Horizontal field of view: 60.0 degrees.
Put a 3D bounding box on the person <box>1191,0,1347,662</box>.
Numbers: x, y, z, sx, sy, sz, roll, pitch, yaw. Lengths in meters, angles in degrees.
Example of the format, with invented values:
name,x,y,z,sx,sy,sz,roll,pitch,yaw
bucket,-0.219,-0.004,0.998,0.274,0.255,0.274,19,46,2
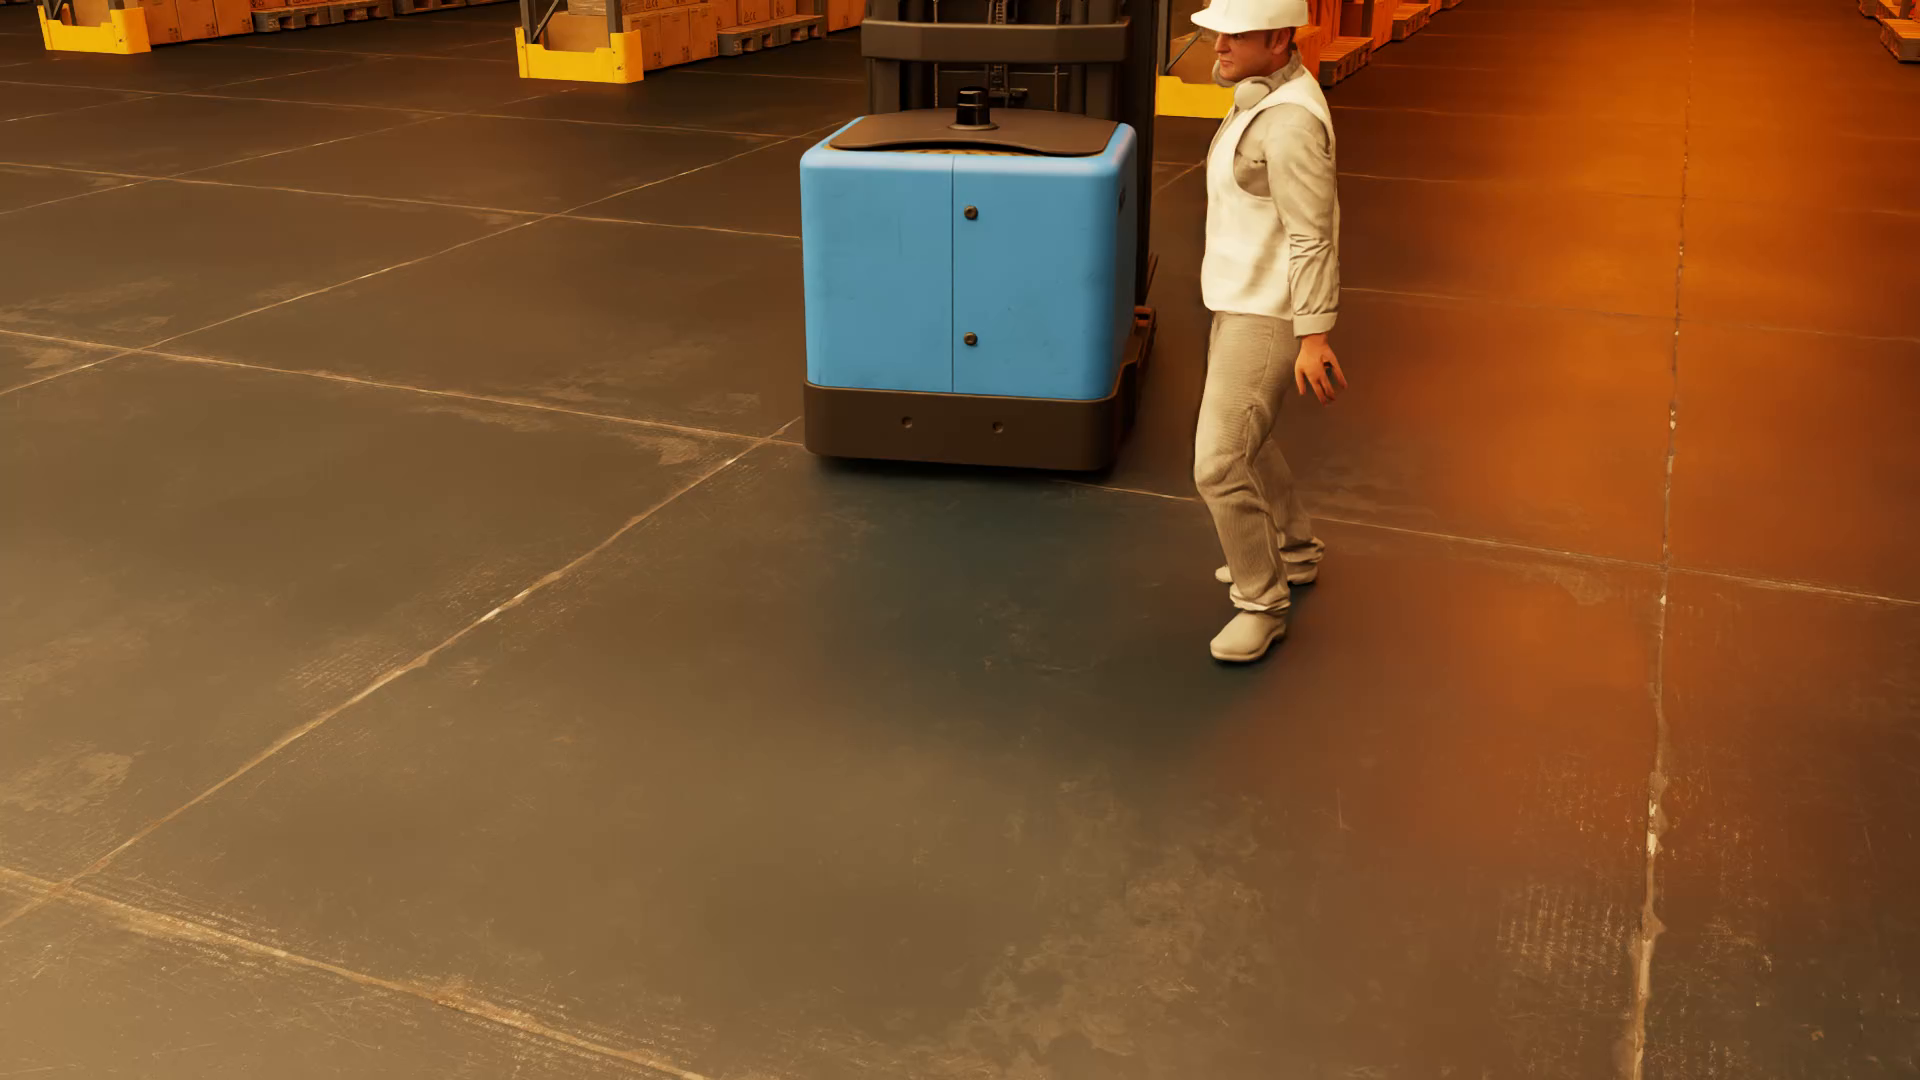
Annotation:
name,x,y,z,sx,sy,sz,roll,pitch,yaw
person,0.800,-0.618,4.367,0.467,1.745,0.867,2,23,5

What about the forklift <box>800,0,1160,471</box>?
name,x,y,z,sx,sy,sz,roll,pitch,yaw
forklift,0.233,-2.113,6.348,1.130,2.935,3.031,4,23,9
